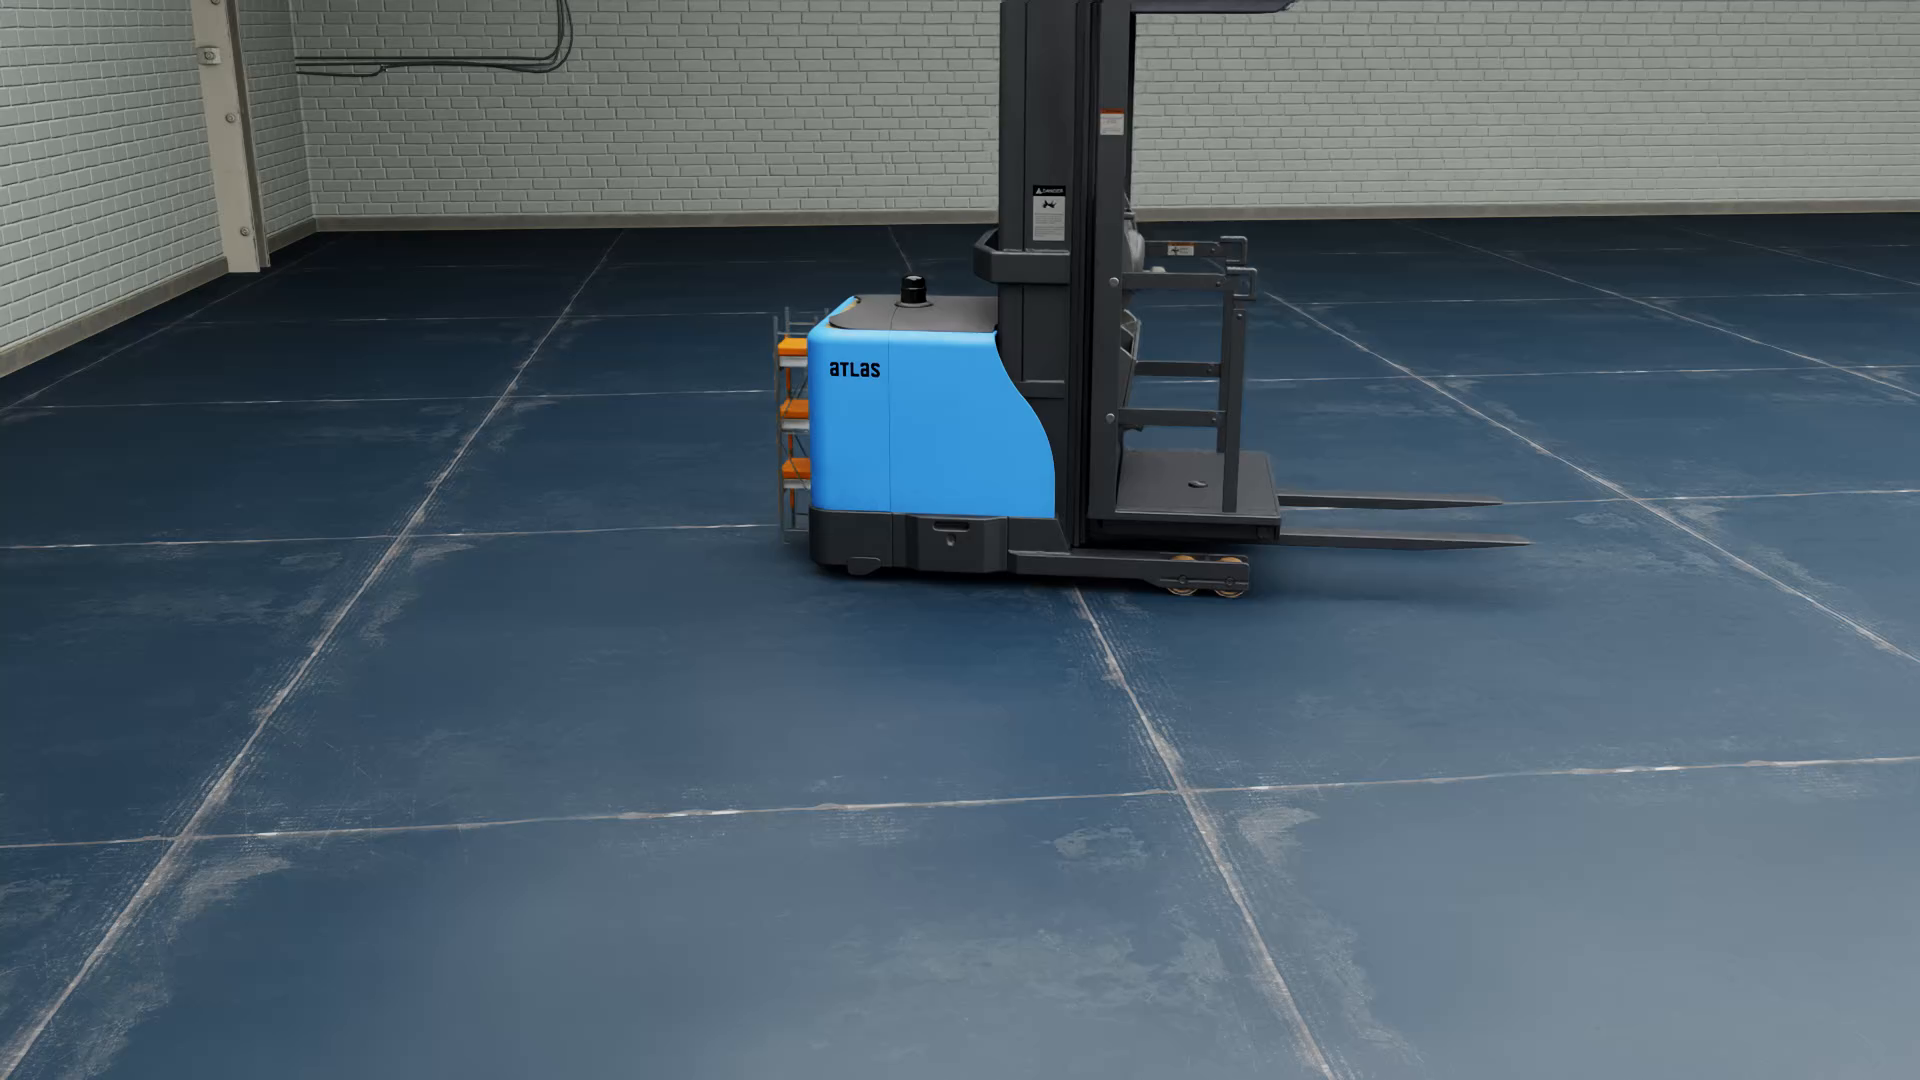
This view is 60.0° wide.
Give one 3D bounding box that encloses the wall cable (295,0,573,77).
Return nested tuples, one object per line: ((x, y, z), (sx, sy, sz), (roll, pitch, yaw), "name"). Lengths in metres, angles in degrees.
((-5.817, -6.327, 17.991), (3.097, 2.526, 0.112), (-2, 18, -6), "wall cable")

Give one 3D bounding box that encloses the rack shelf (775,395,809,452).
((-0.707, -0.505, 7.567), (0.215, 0.259, 0.240), (2, 18, 6), "rack shelf")

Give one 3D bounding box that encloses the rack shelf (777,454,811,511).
((-0.707, -0.239, 7.650), (0.215, 0.259, 0.240), (2, 18, 6), "rack shelf")

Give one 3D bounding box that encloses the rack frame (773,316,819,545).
((-0.720, -0.478, 7.448), (0.200, 1.050, 0.008), (2, 18, 6), "rack frame")

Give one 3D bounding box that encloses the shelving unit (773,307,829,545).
((-0.707, -0.515, 7.564), (0.215, 1.050, 0.252), (2, 18, 6), "shelving unit")

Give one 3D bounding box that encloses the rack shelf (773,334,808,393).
((-0.707, -0.775, 7.482), (0.215, 0.259, 0.240), (2, 18, 6), "rack shelf")

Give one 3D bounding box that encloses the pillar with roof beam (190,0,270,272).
((-2.546, -7.023, 15.024), (9.100, 9.000, 0.400), (-2, 18, -6), "pillar with roof beam")

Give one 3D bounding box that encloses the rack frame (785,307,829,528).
((-0.693, -0.551, 7.679), (0.200, 1.050, 0.008), (2, 18, 6), "rack frame")

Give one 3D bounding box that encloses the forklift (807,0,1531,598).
((0.906, -1.328, 7.013), (3.031, 2.935, 1.130), (2, 18, 7), "forklift")
